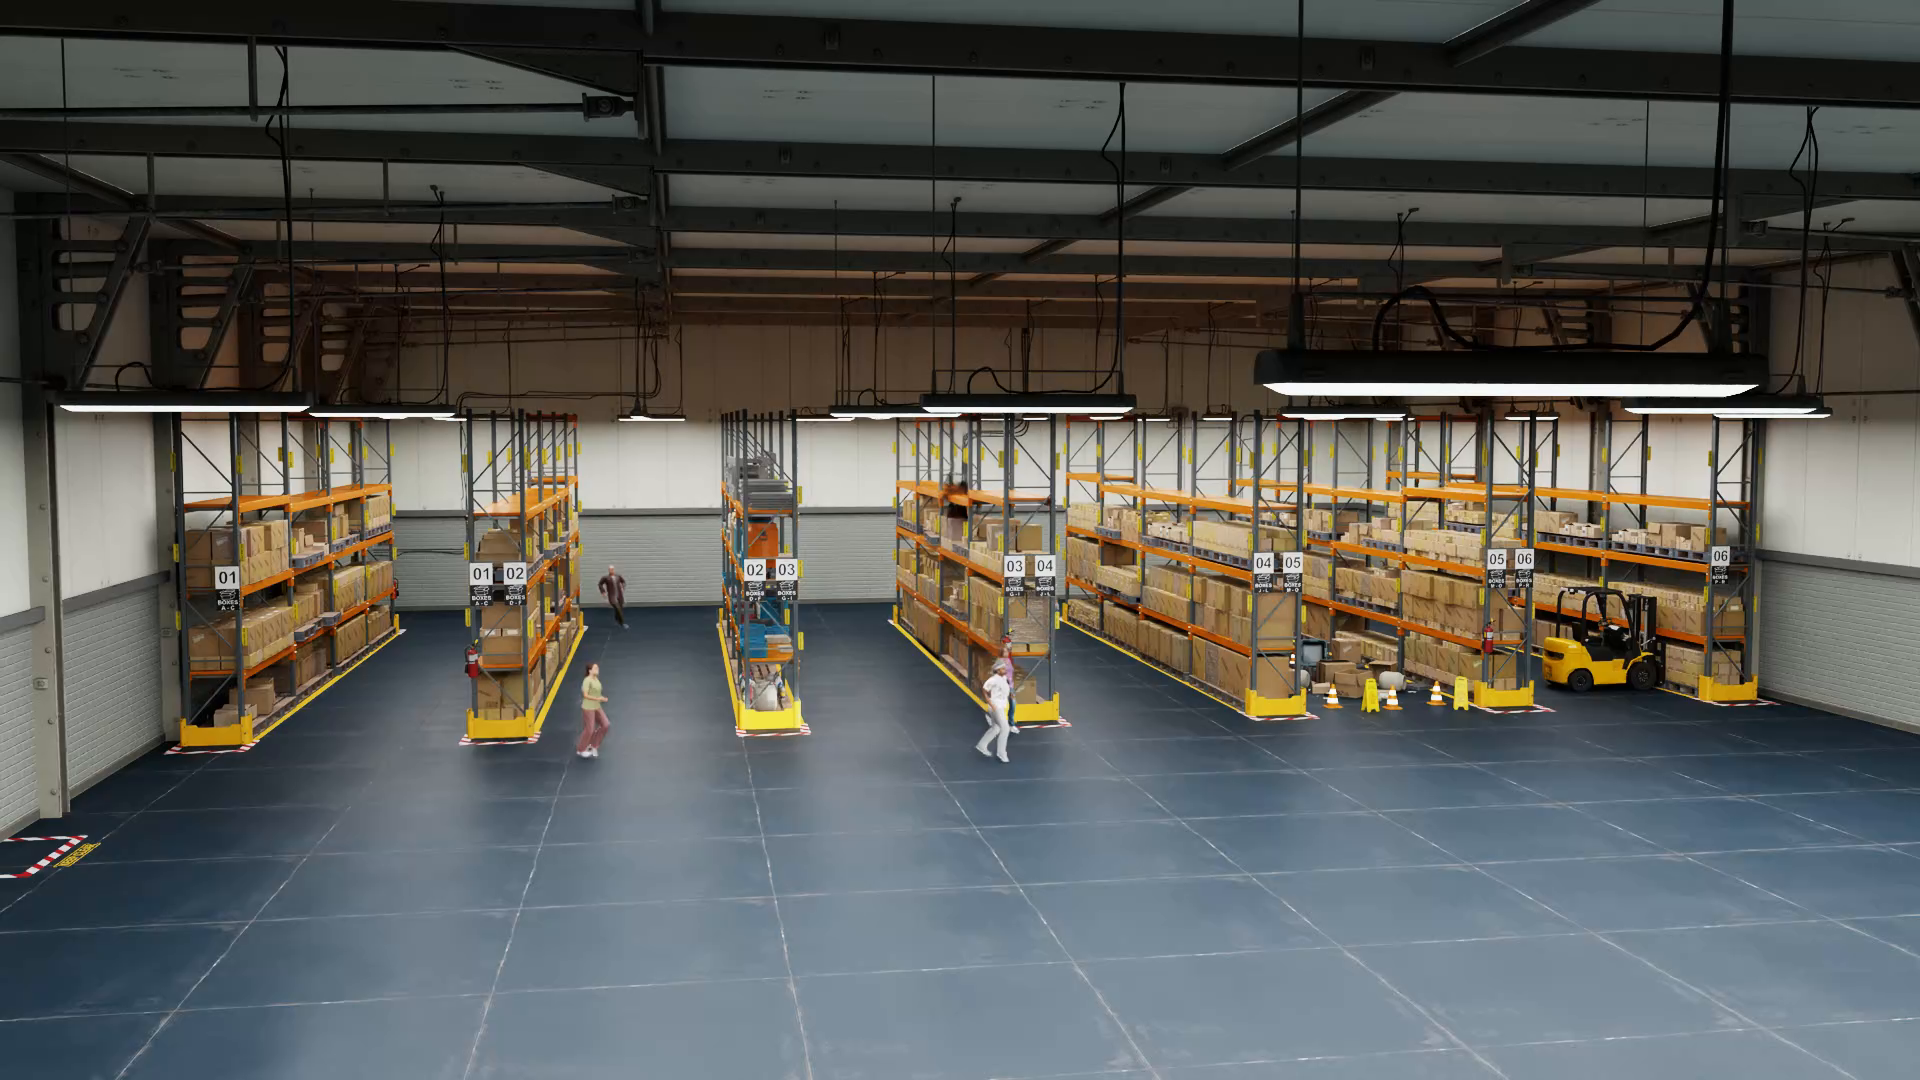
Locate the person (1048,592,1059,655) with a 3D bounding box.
[{"bbox_3d":[2.060,1.789,39.529,0.667,1.825,0.872,-1,4,-10],"label":"person"}]

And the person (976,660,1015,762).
[{"bbox_3d":[0.600,2.911,28.401,0.708,1.773,0.601,2,4,24],"label":"person"}]

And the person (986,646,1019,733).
[{"bbox_3d":[0.797,2.780,30.942,0.544,1.575,0.696,-4,6,-44],"label":"person"}]

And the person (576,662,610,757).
[{"bbox_3d":[-6.288,2.916,28.517,0.650,1.684,0.594,1,4,18],"label":"person"}]

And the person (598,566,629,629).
[{"bbox_3d":[-9.682,1.591,46.571,0.770,1.733,1.050,-3,5,-37],"label":"person"}]
